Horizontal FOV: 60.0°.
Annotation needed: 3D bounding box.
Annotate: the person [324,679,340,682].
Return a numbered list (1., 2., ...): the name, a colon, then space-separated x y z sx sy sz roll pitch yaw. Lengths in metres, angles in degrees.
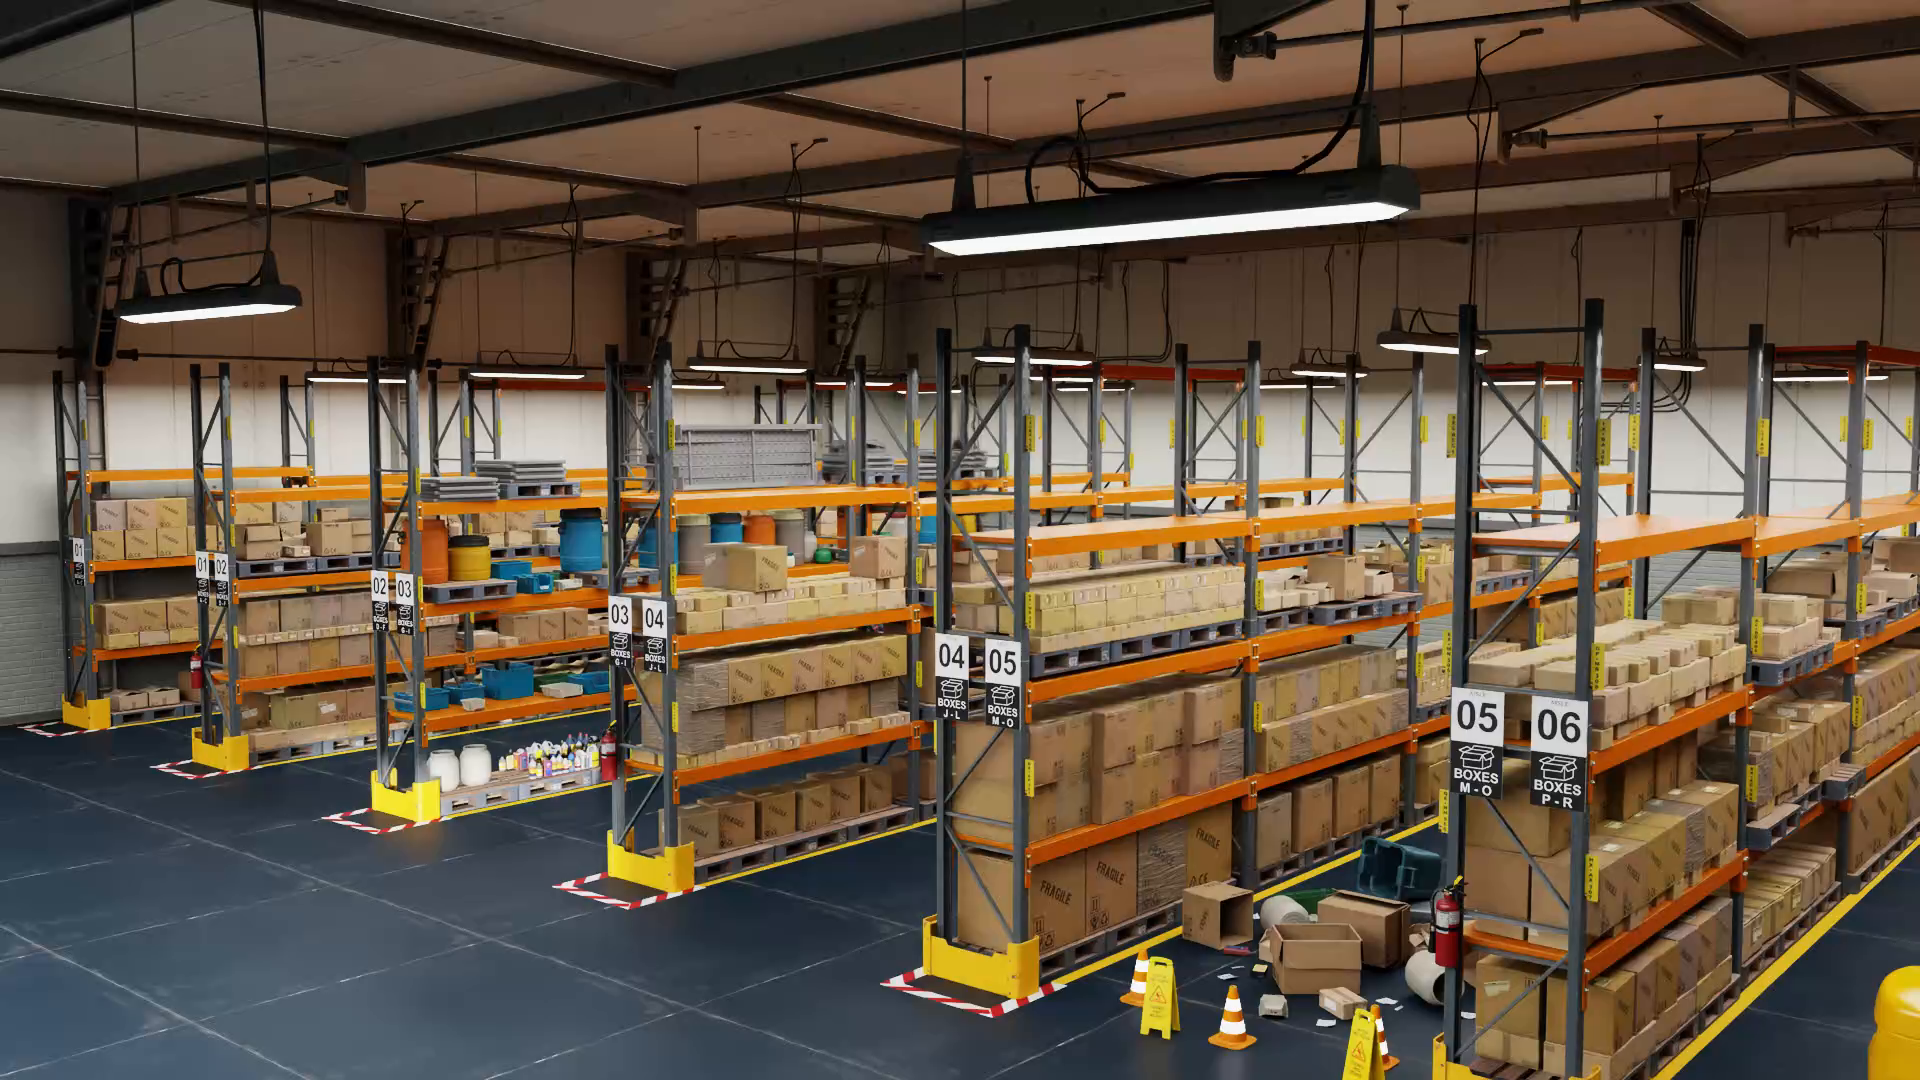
1. person: -10.684 2.298 28.300 0.531 1.607 0.838 2 5 24
